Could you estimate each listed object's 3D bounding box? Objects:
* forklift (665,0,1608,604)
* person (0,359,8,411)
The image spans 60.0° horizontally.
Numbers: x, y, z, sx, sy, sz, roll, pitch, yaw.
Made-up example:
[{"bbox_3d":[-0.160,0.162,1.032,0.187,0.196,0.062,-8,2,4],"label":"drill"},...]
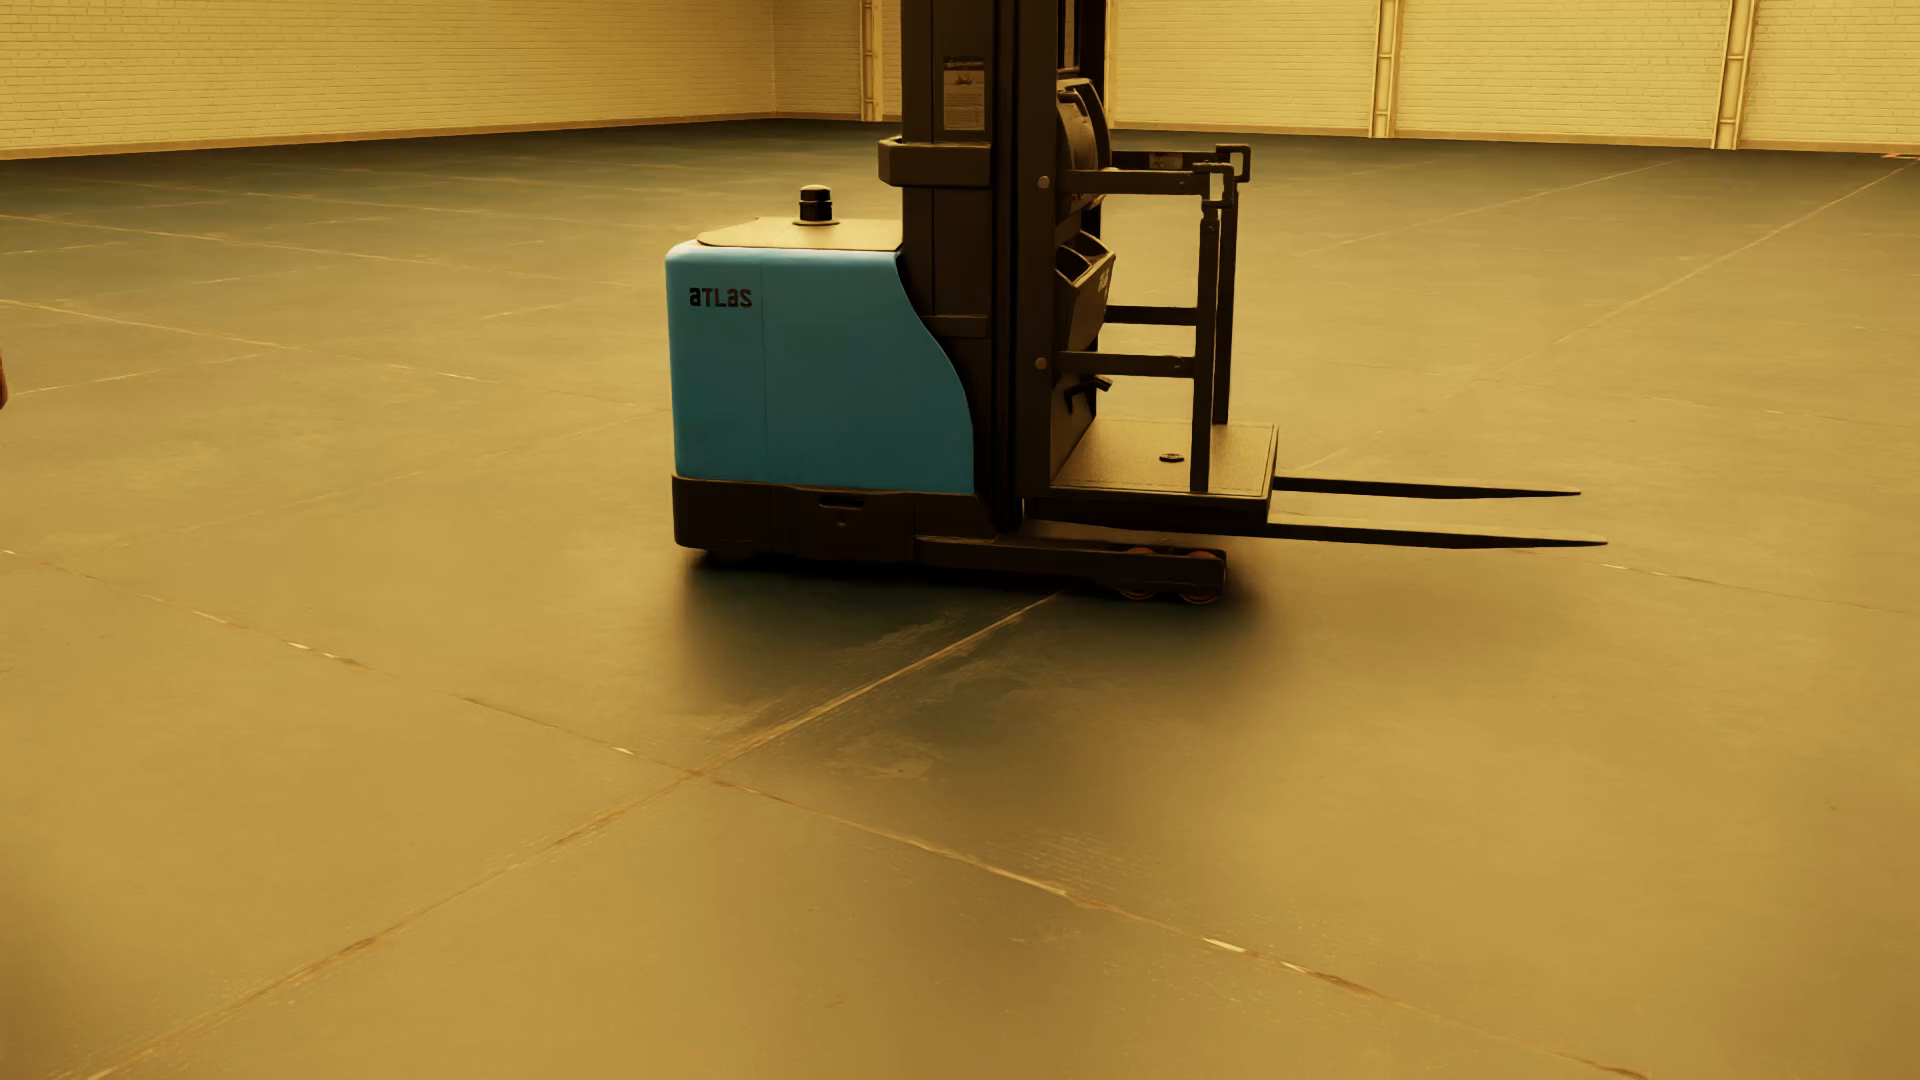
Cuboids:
[{"bbox_3d":[0.595,-1.367,5.404,3.031,2.935,1.130,4,17,12],"label":"forklift"},{"bbox_3d":[-2.372,-0.158,3.379,0.563,1.775,0.755,11,20,32],"label":"person"}]
